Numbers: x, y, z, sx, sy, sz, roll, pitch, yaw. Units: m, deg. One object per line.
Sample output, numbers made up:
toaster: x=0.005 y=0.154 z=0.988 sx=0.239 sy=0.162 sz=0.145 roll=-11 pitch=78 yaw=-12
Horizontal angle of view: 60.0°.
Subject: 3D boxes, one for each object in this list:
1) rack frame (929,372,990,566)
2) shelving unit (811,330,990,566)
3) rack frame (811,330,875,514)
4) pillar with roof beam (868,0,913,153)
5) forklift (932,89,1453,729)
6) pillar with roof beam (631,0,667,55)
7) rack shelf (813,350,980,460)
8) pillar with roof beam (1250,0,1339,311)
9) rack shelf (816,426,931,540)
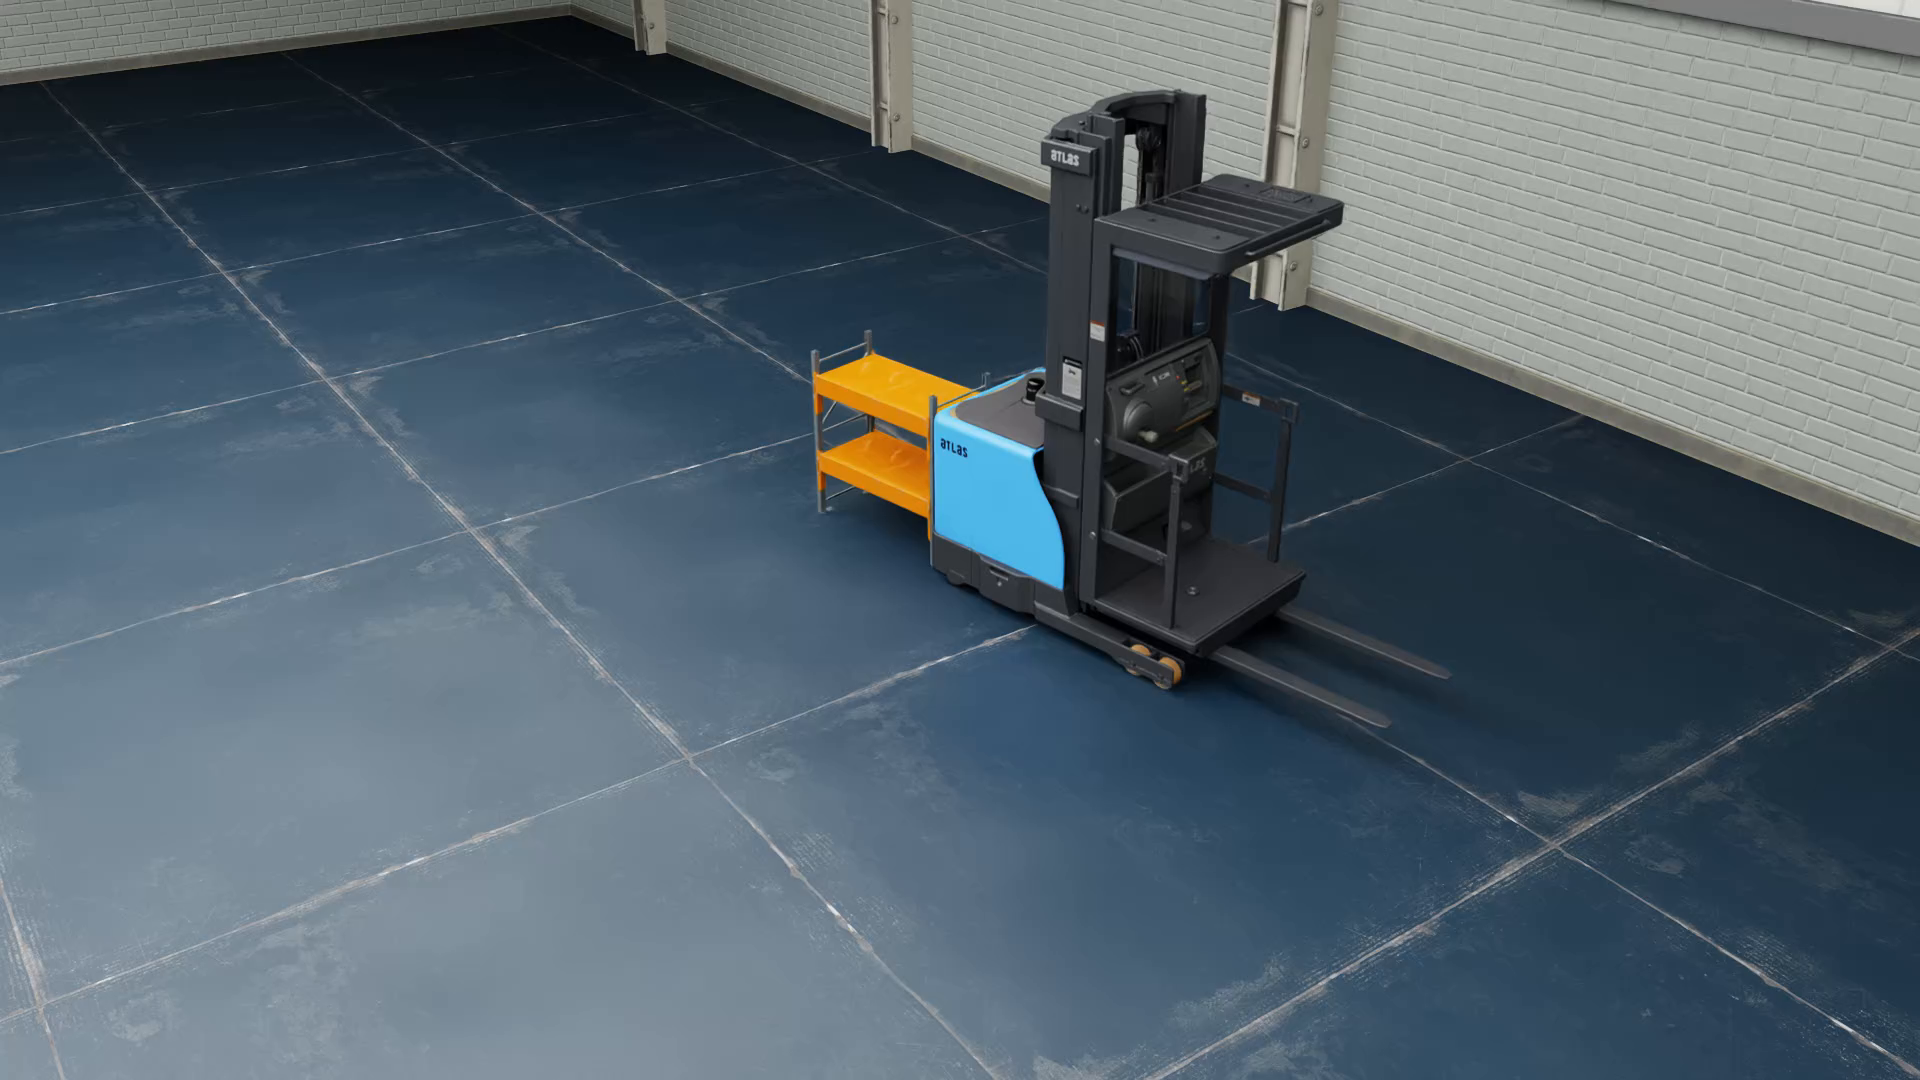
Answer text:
rack frame: x=0.001 y=-0.421 z=10.074 sx=0.032 sy=1.125 sz=0.500 roll=24 pitch=37 yaw=37
shelving unit: x=-0.370 y=-0.587 z=10.380 sx=1.048 sy=1.125 sz=0.538 roll=24 pitch=37 yaw=37
rack frame: x=-0.740 y=-0.754 z=10.686 sx=0.032 sy=1.125 sz=0.500 roll=24 pitch=37 yaw=37
pillar with roof beam: x=-4.258 y=-7.146 z=14.205 sx=9.100 sy=9.000 sz=0.400 roll=-19 pitch=34 yaw=-31
forklift: x=1.252 y=-0.765 z=8.814 sx=3.031 sy=2.935 sz=1.130 roll=24 pitch=37 yaw=37
pillar with roof beam: x=-7.738 y=-9.478 z=18.500 sx=9.100 sy=9.000 sz=0.400 roll=-19 pitch=34 yaw=-31
rack shelf: x=-0.370 y=-0.845 z=10.240 sx=1.000 sy=0.278 sz=0.538 roll=24 pitch=37 yaw=37
pillar with roof beam: x=-0.778 y=-4.813 z=9.910 sx=9.100 sy=9.000 sz=0.400 roll=-19 pitch=34 yaw=-31
rack shelf: x=-0.370 y=-0.373 z=10.496 sx=1.000 sy=0.278 sz=0.538 roll=24 pitch=37 yaw=37
